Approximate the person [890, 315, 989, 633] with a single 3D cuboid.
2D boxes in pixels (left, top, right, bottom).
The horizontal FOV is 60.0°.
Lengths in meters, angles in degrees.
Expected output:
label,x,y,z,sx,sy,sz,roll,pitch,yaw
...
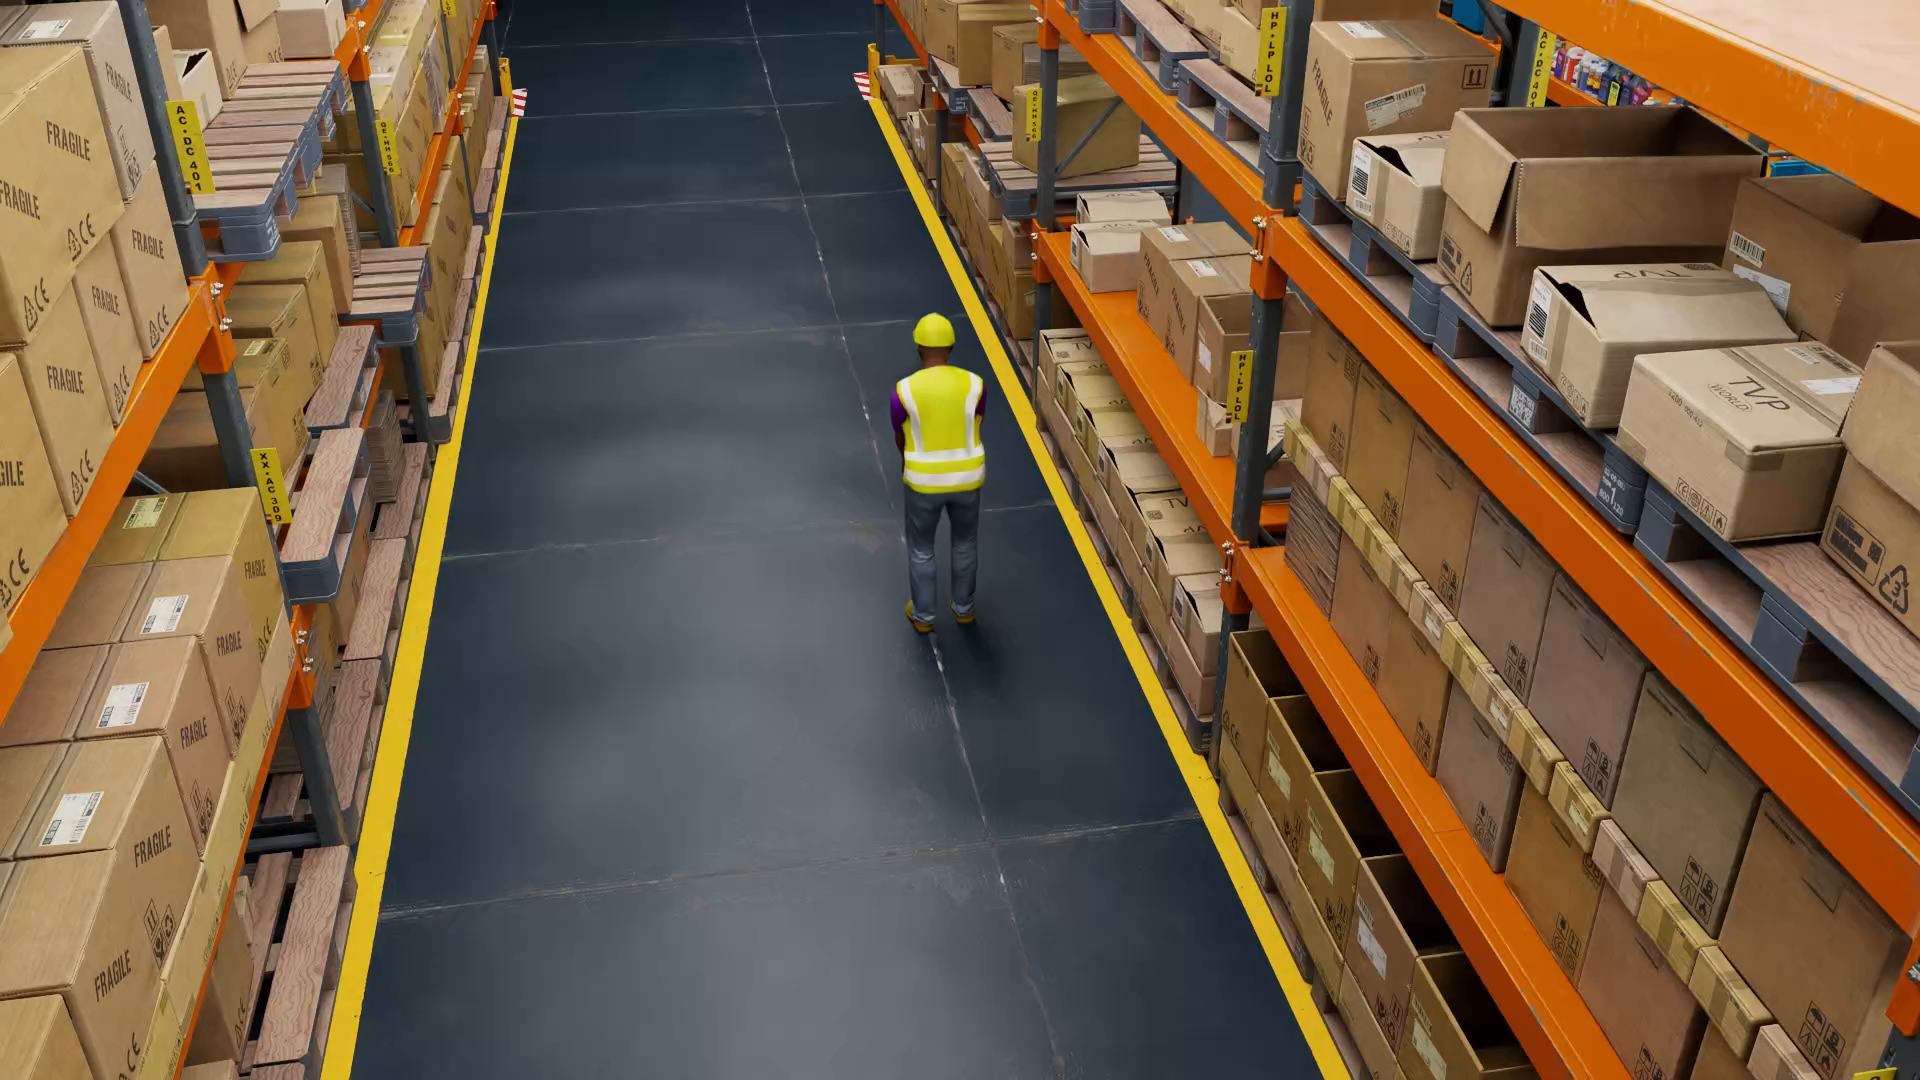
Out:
label,x,y,z,sx,sy,sz,roll,pitch,yaw
person,-0.118,-0.368,8.745,0.504,1.758,0.581,-6,31,-9
